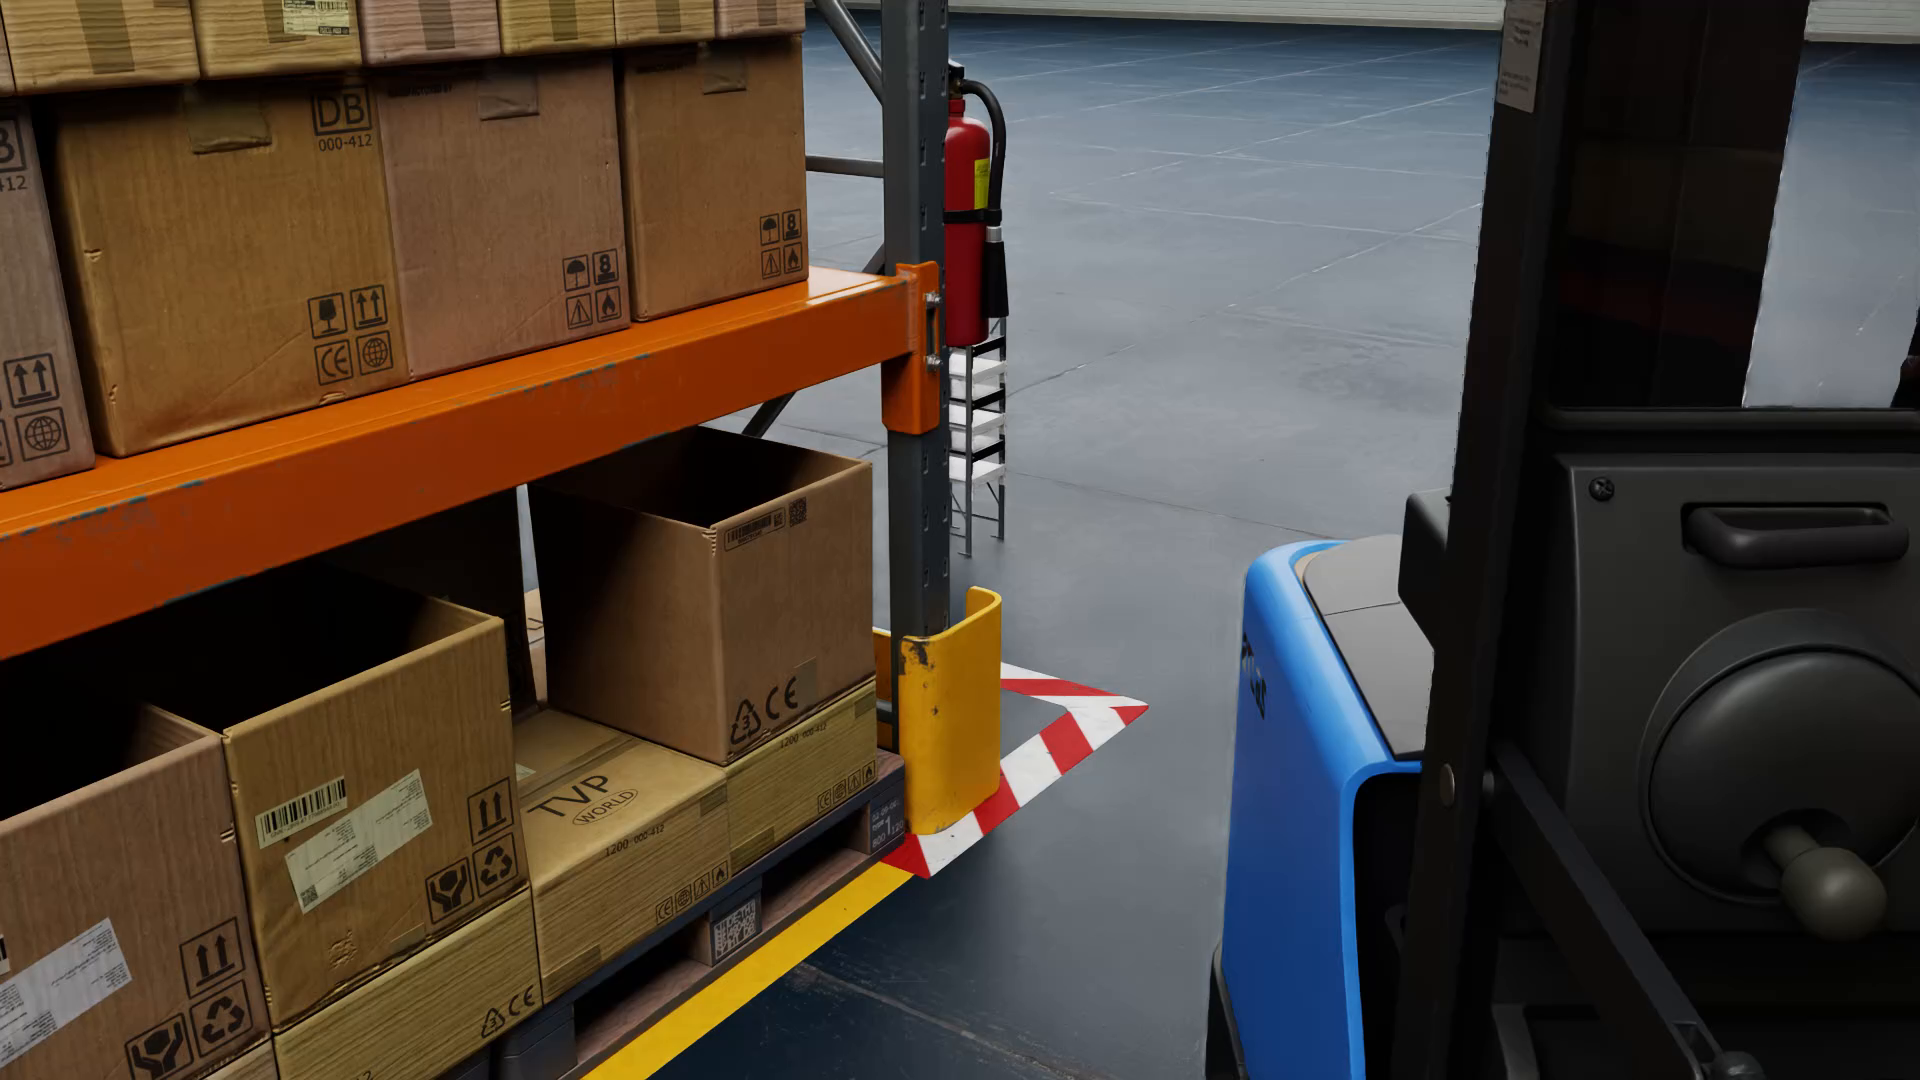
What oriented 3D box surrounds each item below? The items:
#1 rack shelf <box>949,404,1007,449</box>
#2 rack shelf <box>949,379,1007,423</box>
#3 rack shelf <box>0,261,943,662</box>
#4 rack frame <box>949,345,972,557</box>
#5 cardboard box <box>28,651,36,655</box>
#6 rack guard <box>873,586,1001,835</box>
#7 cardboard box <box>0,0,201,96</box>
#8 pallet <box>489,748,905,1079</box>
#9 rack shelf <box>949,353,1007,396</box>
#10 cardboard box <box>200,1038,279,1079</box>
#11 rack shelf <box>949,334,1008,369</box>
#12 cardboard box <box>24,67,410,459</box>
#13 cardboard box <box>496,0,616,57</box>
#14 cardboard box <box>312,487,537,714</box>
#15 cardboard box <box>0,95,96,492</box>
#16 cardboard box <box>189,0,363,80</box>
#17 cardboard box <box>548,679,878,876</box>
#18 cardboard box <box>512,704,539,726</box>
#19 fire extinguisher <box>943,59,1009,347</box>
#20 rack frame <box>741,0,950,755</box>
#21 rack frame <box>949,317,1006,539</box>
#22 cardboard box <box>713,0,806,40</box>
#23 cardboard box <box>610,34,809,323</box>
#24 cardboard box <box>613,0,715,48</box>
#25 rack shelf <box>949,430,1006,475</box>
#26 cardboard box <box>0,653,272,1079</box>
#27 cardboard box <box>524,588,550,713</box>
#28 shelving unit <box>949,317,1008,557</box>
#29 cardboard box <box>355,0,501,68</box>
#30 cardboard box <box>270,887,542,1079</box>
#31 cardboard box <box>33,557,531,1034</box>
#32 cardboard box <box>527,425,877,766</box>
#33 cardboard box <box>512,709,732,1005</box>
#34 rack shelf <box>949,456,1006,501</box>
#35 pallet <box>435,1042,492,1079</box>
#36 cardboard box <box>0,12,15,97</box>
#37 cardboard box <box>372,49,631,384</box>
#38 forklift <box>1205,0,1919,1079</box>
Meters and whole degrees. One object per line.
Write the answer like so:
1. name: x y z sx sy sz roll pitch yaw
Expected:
1. rack shelf: -0.005 -0.388 5.614 0.258 0.077 0.200 13 24 32
2. rack shelf: -0.005 -0.473 5.583 0.258 0.077 0.200 13 24 32
3. rack shelf: -1.594 0.049 2.347 1.077 0.370 4.000 13 24 32
4. rack frame: -0.062 -0.391 5.524 0.240 0.900 0.006 13 24 32
5. cardboard box: -1.505 0.279 2.965 0.500 0.500 0.500 13 24 32
6. rack guard: -0.456 0.303 4.225 1.175 0.500 0.348 13 24 32
7. cardboard box: -1.253 -0.695 2.241 0.380 0.149 0.250 14 25 33
8. pallet: -0.865 0.673 3.642 1.003 0.211 1.213 13 24 32
9. rack shelf: -0.005 -0.557 5.552 0.258 0.077 0.200 13 24 32
10. cardboard box: -1.360 0.874 2.436 0.500 0.250 0.500 13 24 32
11. rack shelf: -0.005 -0.642 5.520 0.258 0.077 0.200 13 24 32
12. cardboard box: -1.318 -0.485 2.608 0.700 0.500 0.500 13 24 32
13. cardboard box: -0.816 -0.918 2.844 0.380 0.149 0.250 13 24 31
14. cardboard box: -1.234 0.133 3.360 0.500 0.500 0.500 13 24 32
15. cardboard box: -1.610 -0.333 2.198 0.700 0.500 0.500 14 25 33
16. cardboard box: -1.107 -0.771 2.446 0.380 0.149 0.250 14 25 33
17. cardboard box: -0.526 0.442 3.606 0.500 0.250 0.500 13 24 32
18. cardboard box: -1.233 0.485 3.489 0.500 0.250 0.500 13 24 32
19. fire extinguisher: -0.019 -0.770 3.633 0.296 0.674 0.183 13 24 32
20. rack frame: -0.469 -0.863 3.773 1.000 3.000 0.127 13 24 32
21. rack frame: 0.053 -0.449 5.681 0.240 0.900 0.006 13 24 32
22. cardboard box: -0.527 -1.067 3.246 0.380 0.149 0.250 13 24 31
23. cardboard box: -0.742 -0.778 3.400 0.700 0.500 0.500 13 24 32
24. cardboard box: -0.673 -0.992 3.043 0.380 0.149 0.250 14 24 33
25. rack shelf: -0.005 -0.304 5.645 0.258 0.077 0.200 13 24 32
26. cardboard box: -1.357 0.523 2.304 0.500 0.500 0.500 13 24 32
27. cardboard box: -0.955 0.341 3.879 0.500 0.250 0.500 13 24 32
28. shelving unit: -0.005 -0.420 5.603 0.258 0.900 0.210 13 24 32
29. cardboard box: -0.959 -0.846 2.650 0.380 0.149 0.250 14 24 33
30. cardboard box: -1.077 0.731 2.823 0.500 0.250 0.500 13 24 32
31. cardboard box: -1.075 0.380 2.691 0.500 0.500 0.500 13 24 32
32. cardboard box: -0.525 0.090 3.474 0.500 0.500 0.500 13 24 32
33. cardboard box: -0.798 0.587 3.211 0.500 0.250 0.500 13 24 32
34. rack shelf: -0.005 -0.220 5.677 0.258 0.077 0.200 13 24 32
35. pallet: -1.551 1.021 2.699 1.003 0.211 1.213 13 24 32
36. cardboard box: -1.397 -0.621 2.042 0.380 0.149 0.250 13 24 31
37. cardboard box: -1.034 -0.626 2.991 0.700 0.500 0.500 14 24 33
38. forklift: 0.962 0.140 1.161 1.130 2.935 3.031 0 20 0
